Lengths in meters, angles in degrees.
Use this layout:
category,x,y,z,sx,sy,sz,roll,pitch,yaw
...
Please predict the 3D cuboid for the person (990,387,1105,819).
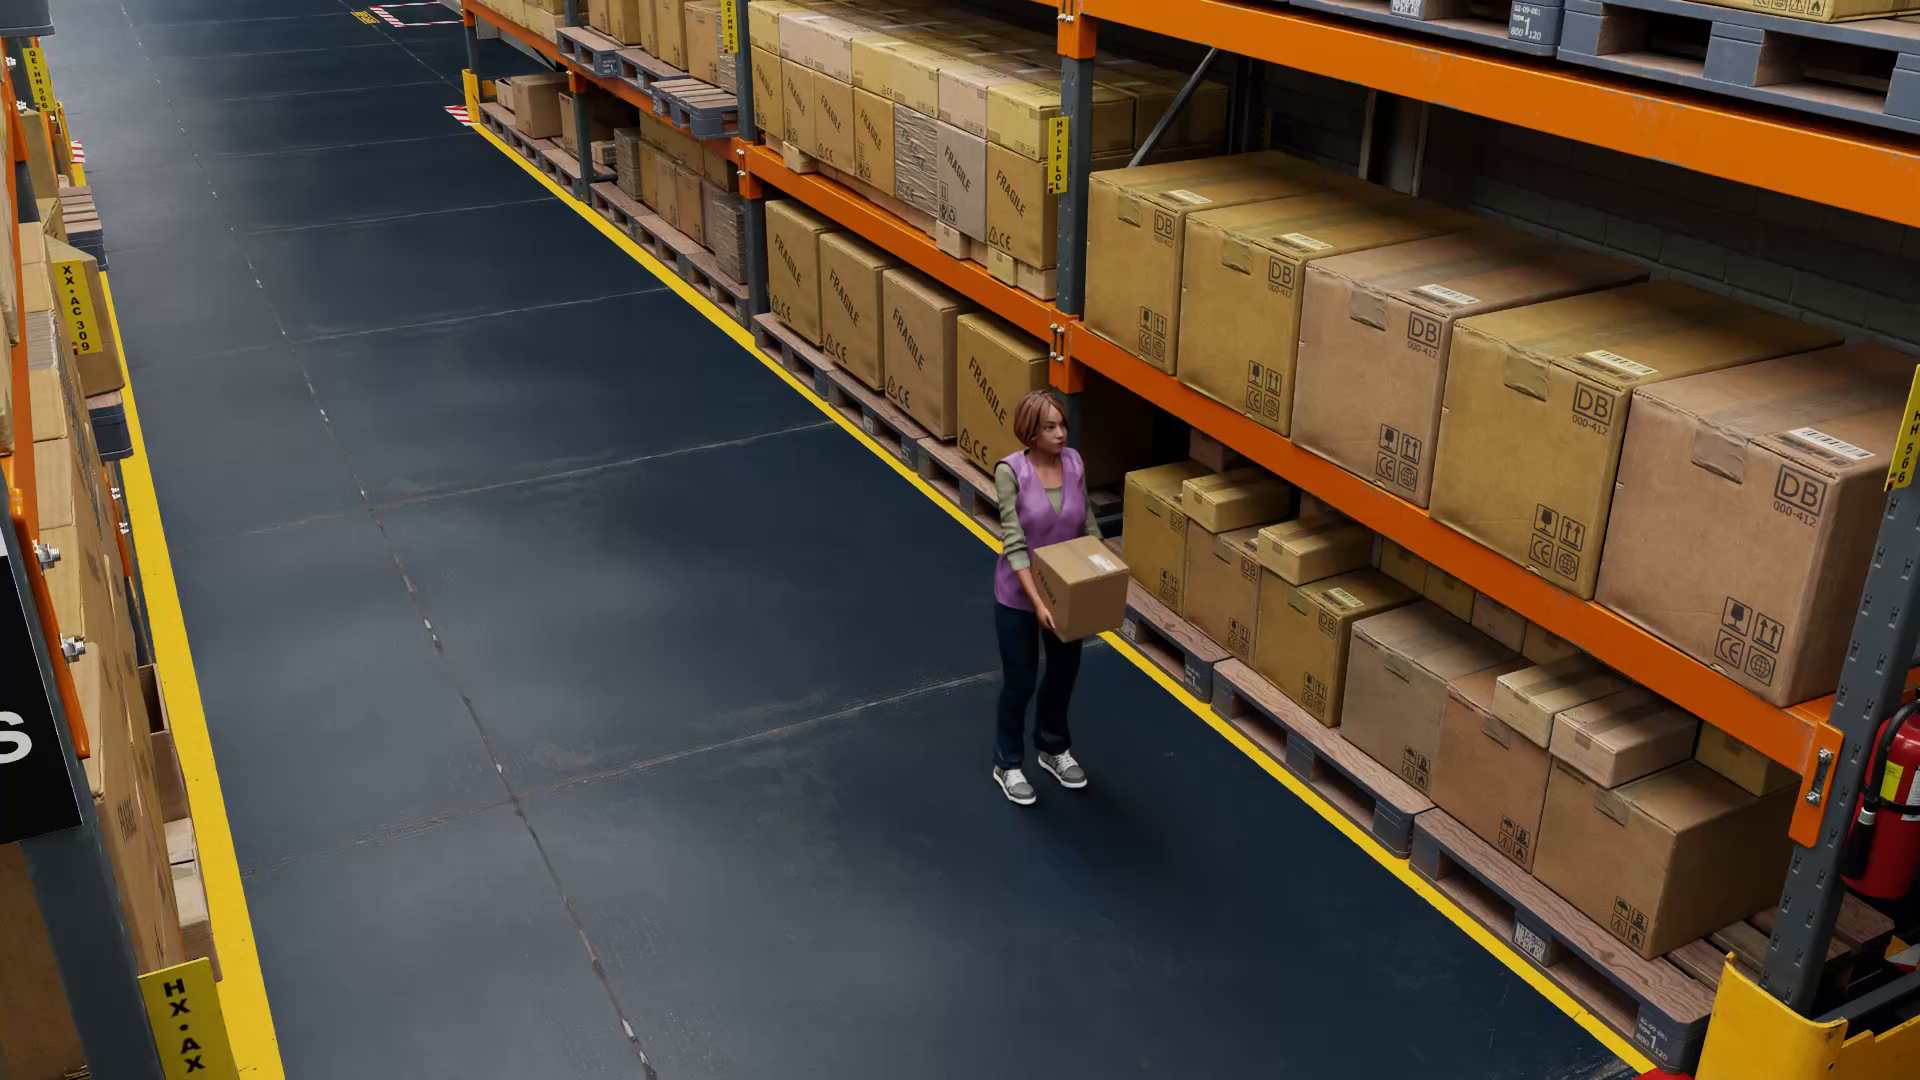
category,x,y,z,sx,sy,sz,roll,pitch,yaw
person,0.317,0.233,6.135,0.457,1.601,0.431,-13,29,-25
